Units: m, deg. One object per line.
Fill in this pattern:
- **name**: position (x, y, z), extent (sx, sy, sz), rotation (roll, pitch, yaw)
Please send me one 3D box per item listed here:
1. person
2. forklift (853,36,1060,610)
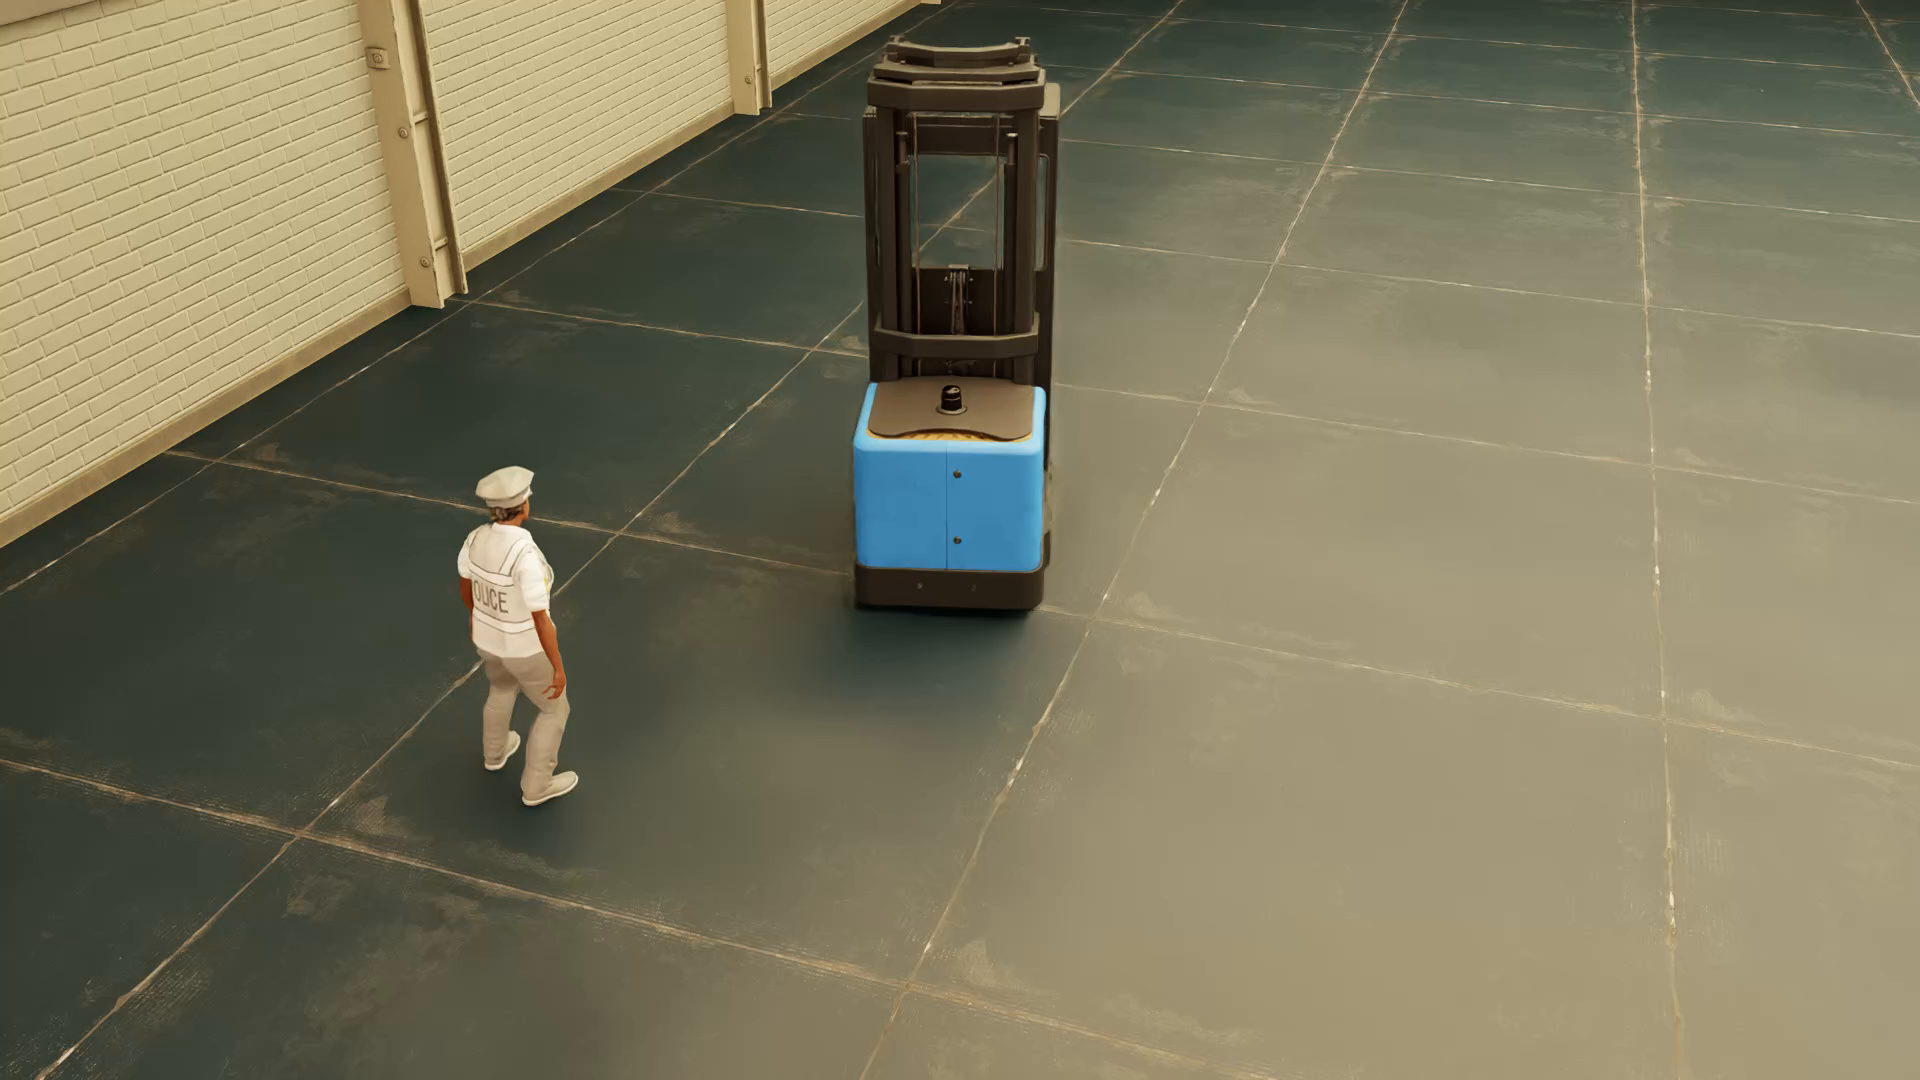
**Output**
- **person**: position (-2.050, 0.452, 7.661), extent (0.754, 1.634, 0.384), rotation (19, 35, 30)
- **forklift**: position (0.018, -1.583, 9.914), extent (1.130, 2.935, 3.031), rotation (2, 30, 3)
